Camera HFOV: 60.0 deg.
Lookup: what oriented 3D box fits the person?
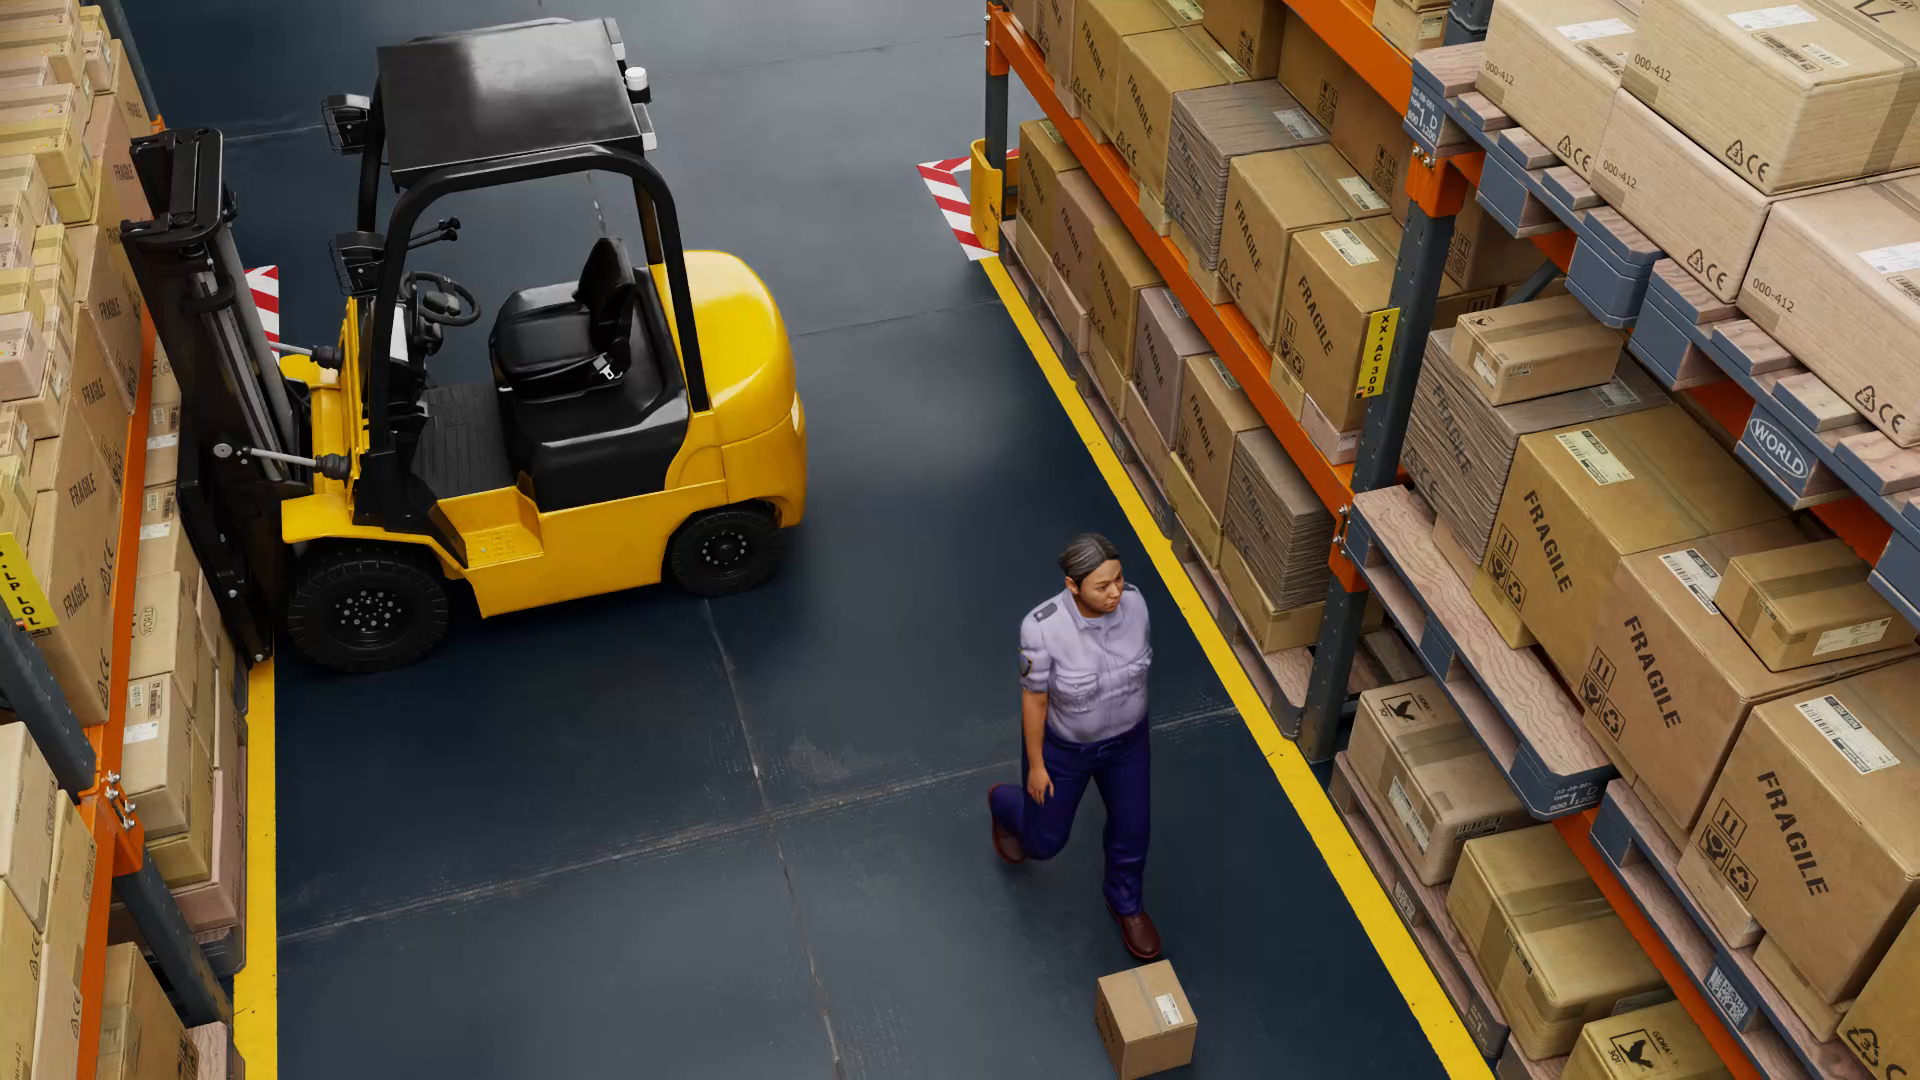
[{"bbox_3d":[0.421,0.657,5.434,0.491,1.622,0.752,-16,45,-16],"label":"person"}]
